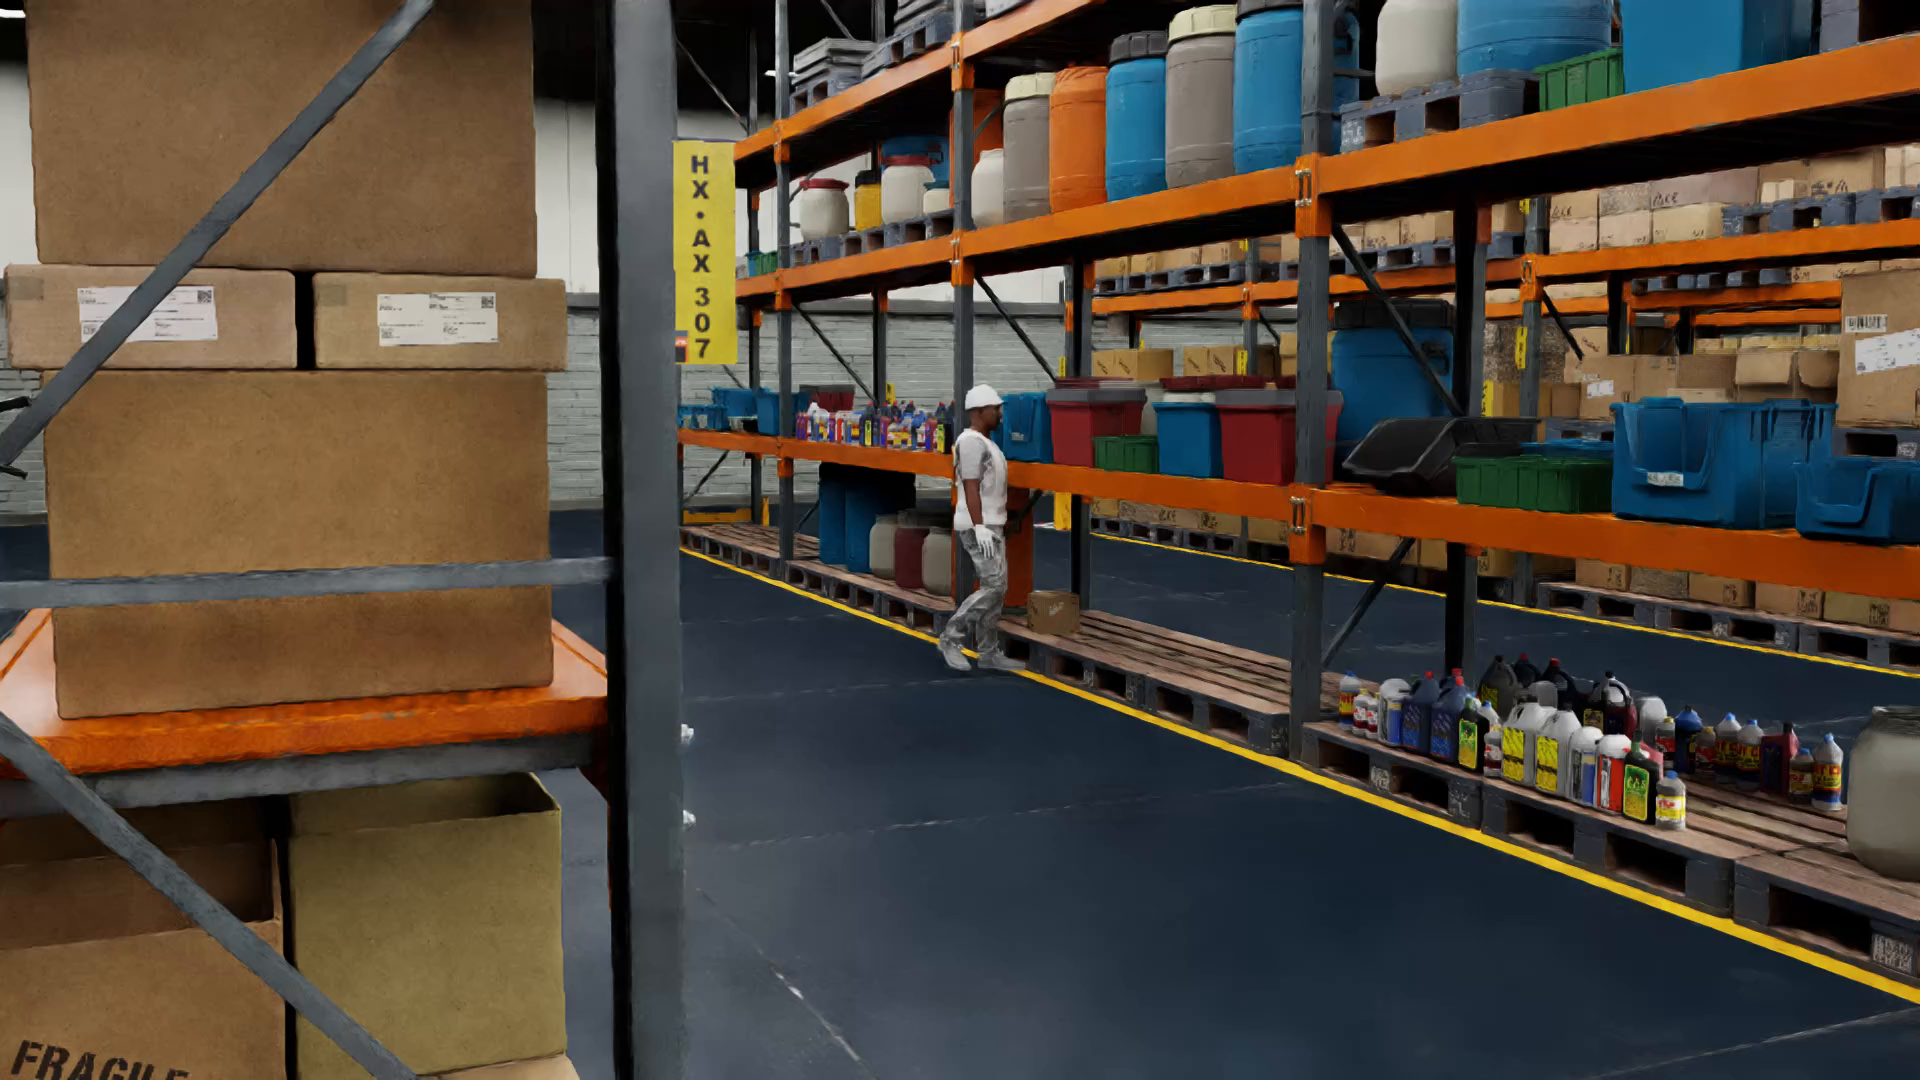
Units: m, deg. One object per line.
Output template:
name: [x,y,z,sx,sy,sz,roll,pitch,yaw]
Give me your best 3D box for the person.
person: [0.139,-0.066,10.377,0.556,1.790,0.633,0,5,5]
